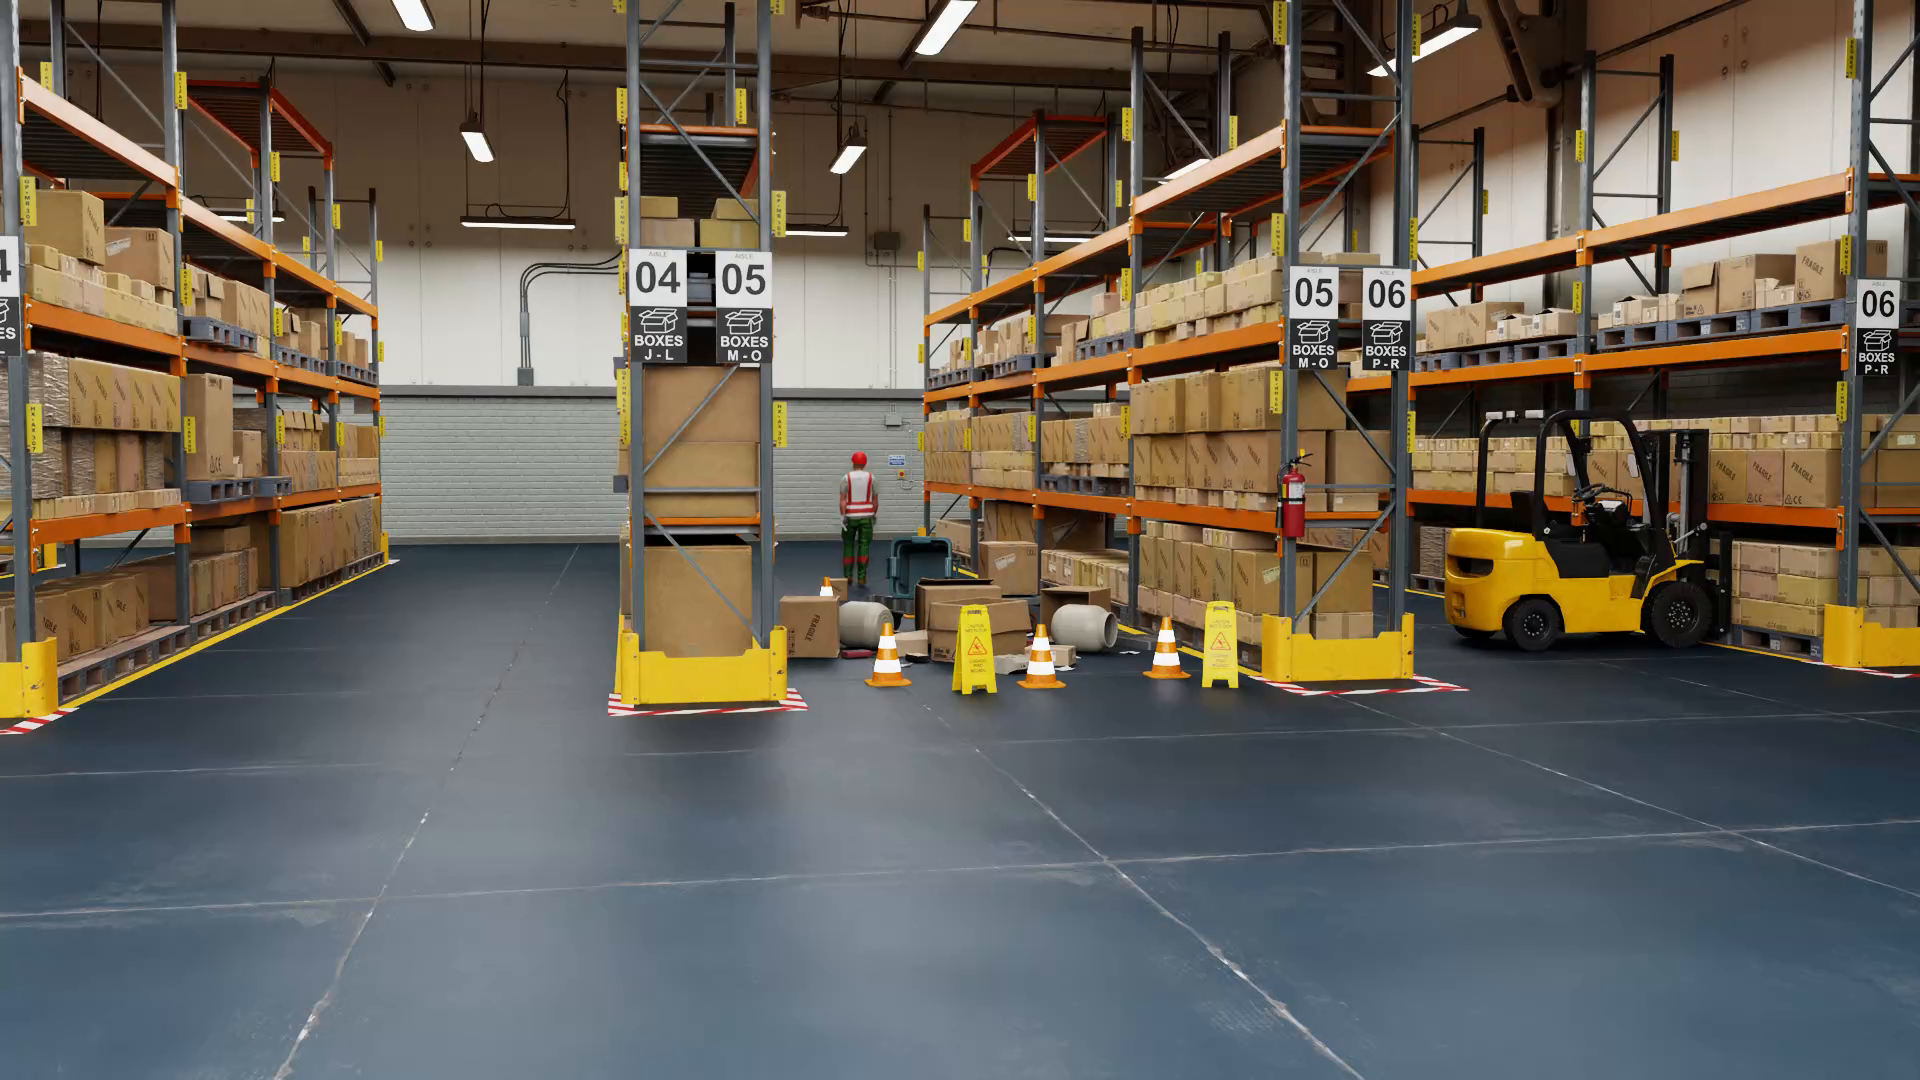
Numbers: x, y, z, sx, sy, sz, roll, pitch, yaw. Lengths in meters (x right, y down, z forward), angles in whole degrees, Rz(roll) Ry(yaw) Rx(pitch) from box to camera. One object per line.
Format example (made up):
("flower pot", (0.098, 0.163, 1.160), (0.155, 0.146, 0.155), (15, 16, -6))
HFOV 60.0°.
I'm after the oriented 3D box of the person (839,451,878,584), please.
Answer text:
("person", (-1.362, -0.280, 22.345), (0.529, 1.821, 0.746), (0, 3, -6))
